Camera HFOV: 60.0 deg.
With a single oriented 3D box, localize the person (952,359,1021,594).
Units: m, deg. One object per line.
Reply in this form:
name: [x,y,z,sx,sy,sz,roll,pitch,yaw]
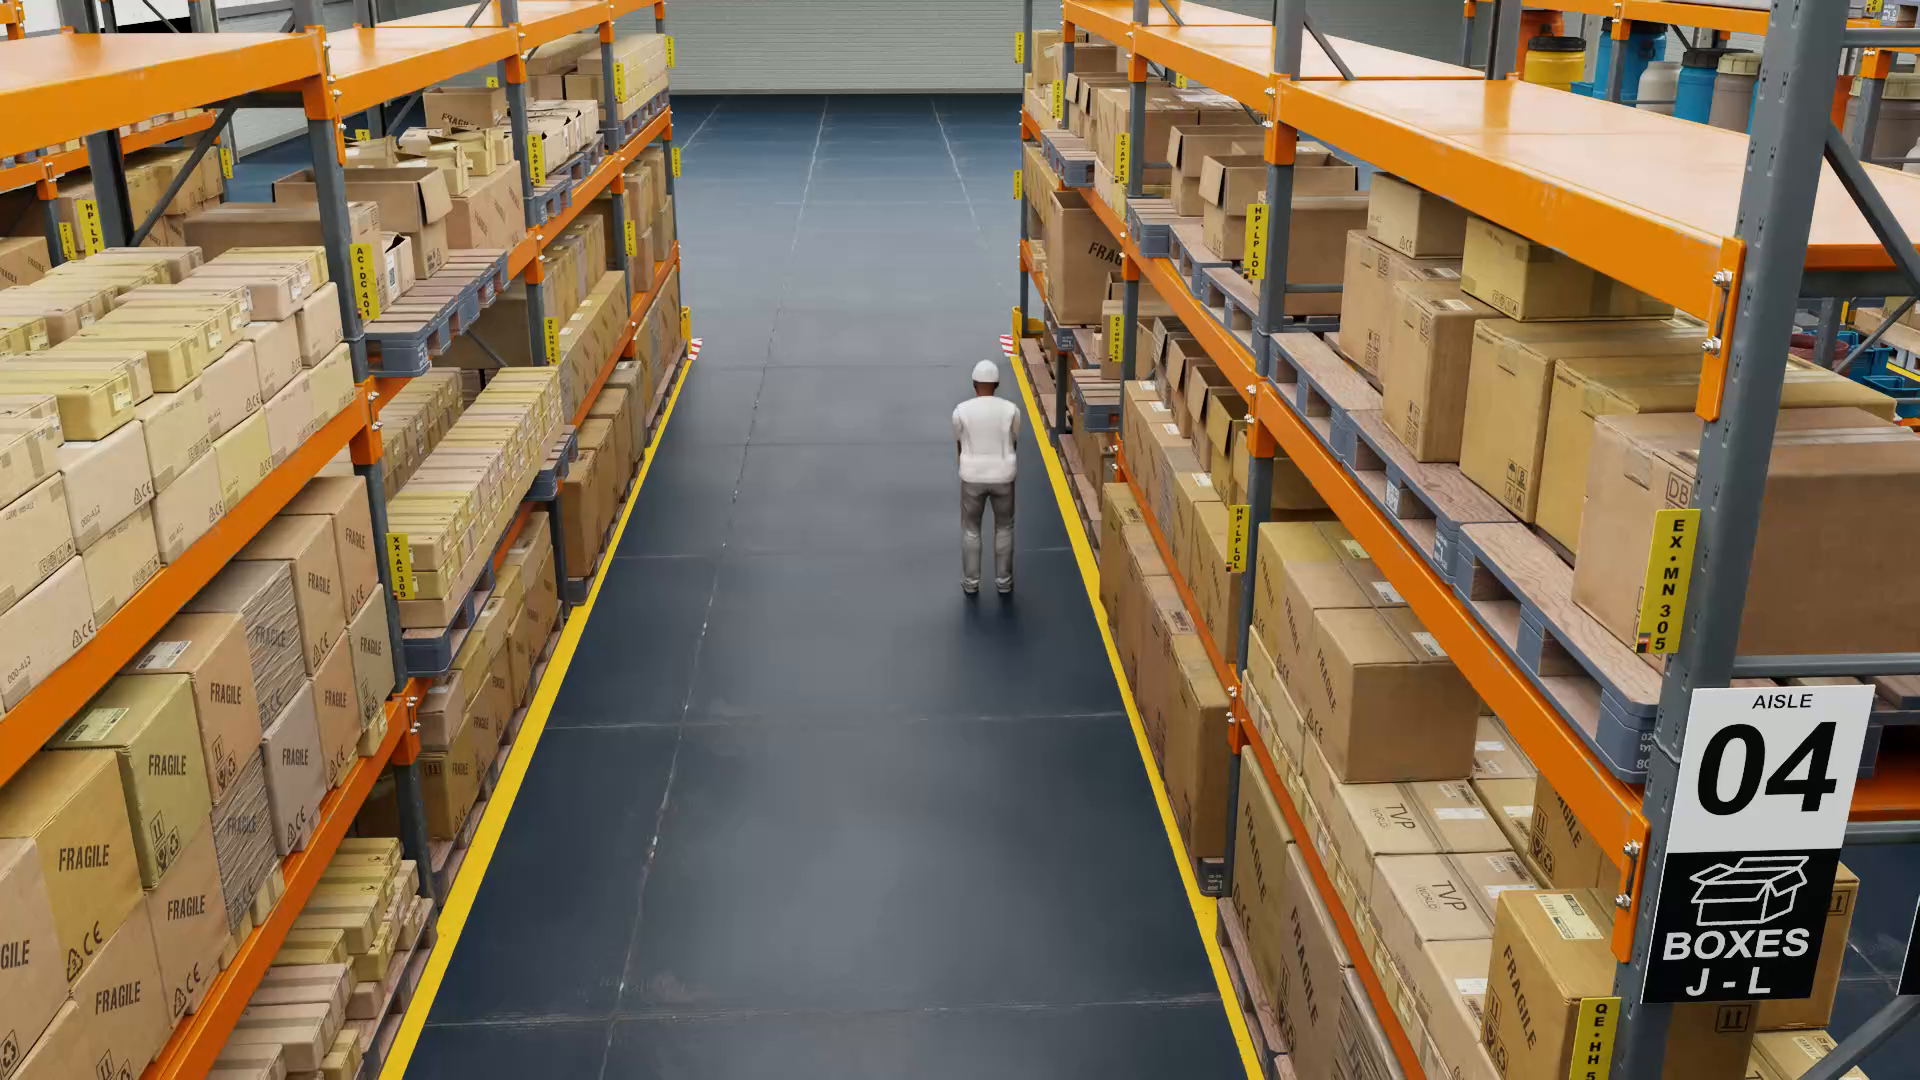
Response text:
person: [0.193,-0.491,12.383,0.504,1.758,0.581,0,20,-1]
